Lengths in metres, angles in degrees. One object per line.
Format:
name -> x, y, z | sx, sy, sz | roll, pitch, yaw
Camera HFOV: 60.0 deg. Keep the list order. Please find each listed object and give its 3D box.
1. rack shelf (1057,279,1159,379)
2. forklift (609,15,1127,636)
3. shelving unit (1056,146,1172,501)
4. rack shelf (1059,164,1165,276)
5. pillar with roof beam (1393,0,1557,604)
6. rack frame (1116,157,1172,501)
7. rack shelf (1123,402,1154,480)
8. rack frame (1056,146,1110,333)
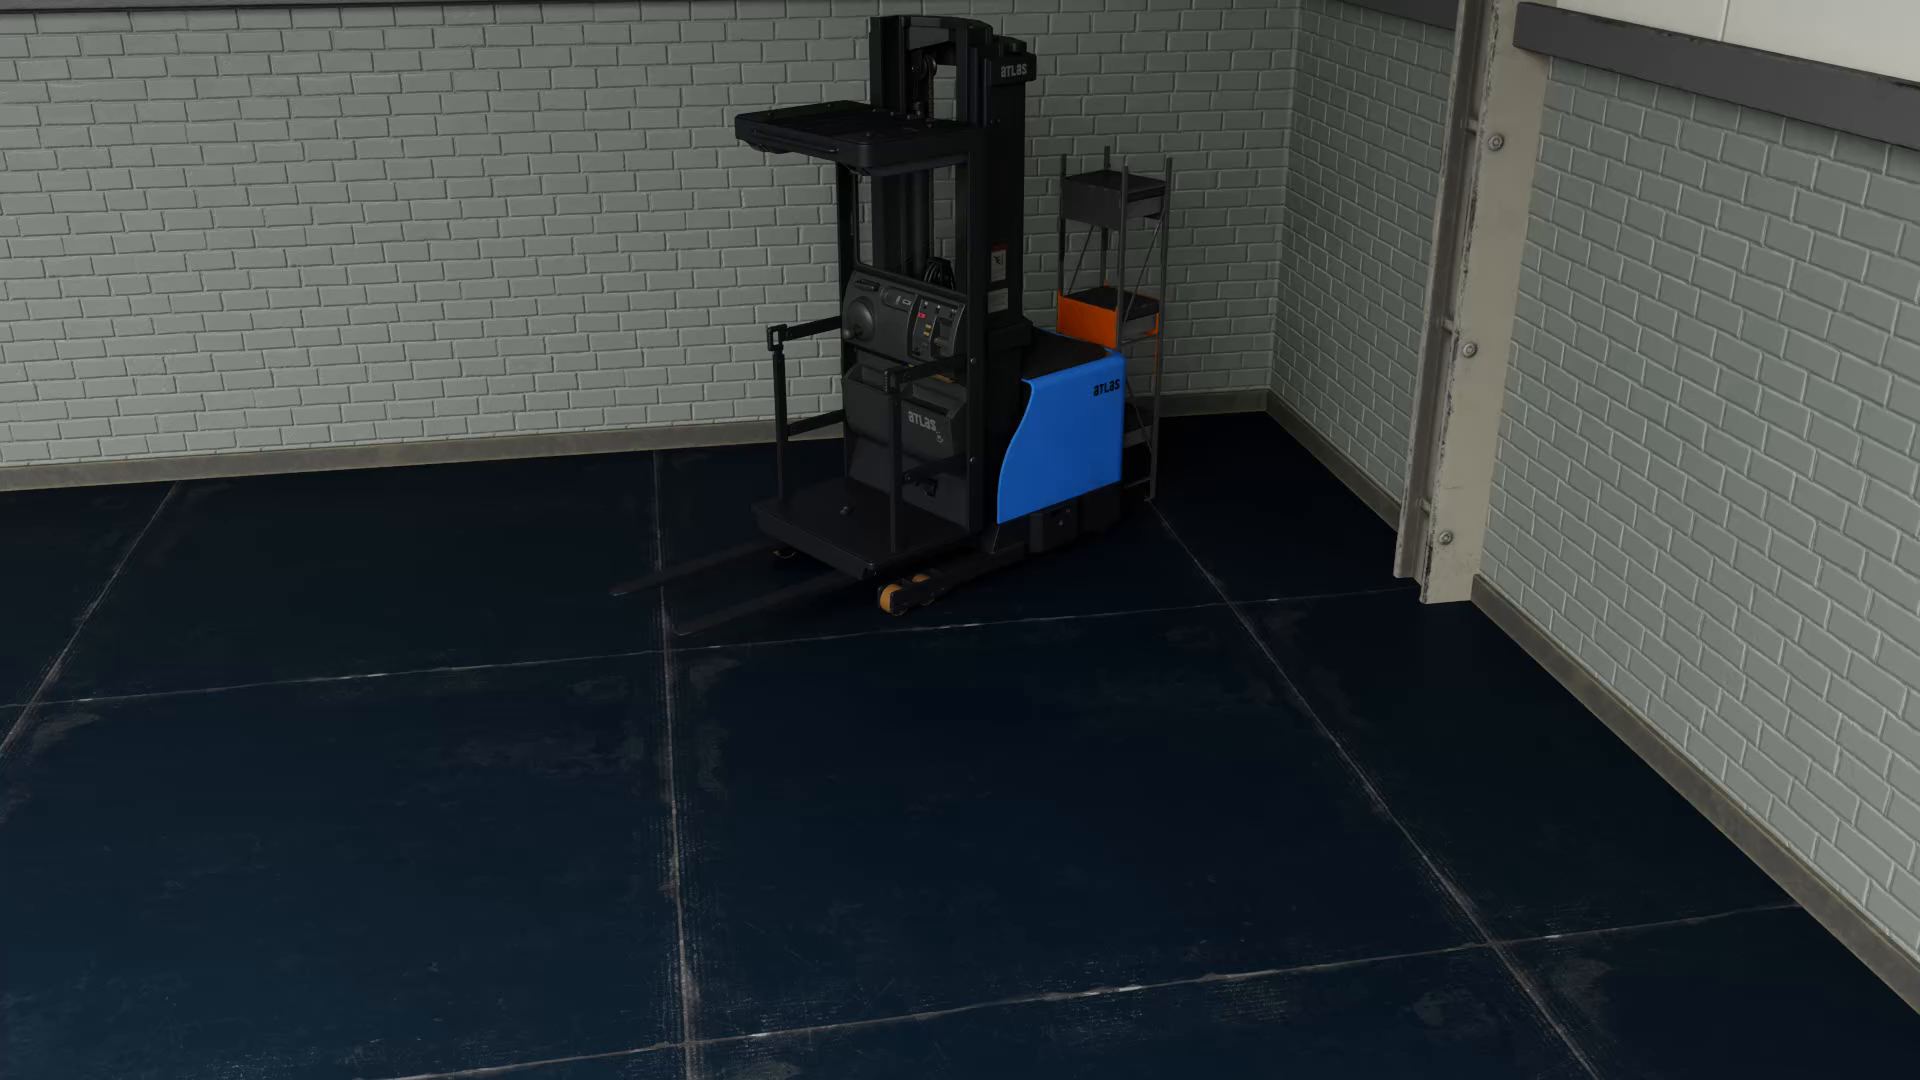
rack shelf -> 0.898, -1.234, 9.985 | 0.431, 0.518, 0.480 | -20, 30, -38
forklift -> -0.464, -1.177, 8.783 | 3.031, 2.935, 1.130 | -20, 30, -38
shelving unit -> 0.898, -1.246, 9.979 | 0.431, 2.100, 0.503 | -20, 30, -38
rack shelf -> 0.898, -1.875, 9.705 | 0.431, 0.518, 0.480 | -20, 30, -38
pillar with roof beam -> -1.619, -3.550, 6.635 | 9.100, 9.000, 0.400 | -4, 24, -10
rack frame -> 1.060, -1.173, 9.813 | 0.400, 2.100, 0.015 | -20, 30, -38
rack shelf -> 0.898, -0.592, 10.265 | 0.431, 0.518, 0.480 | -20, 30, -38
rack frame -> 0.735, -1.319, 10.146 | 0.400, 2.100, 0.015 | -20, 30, -38
